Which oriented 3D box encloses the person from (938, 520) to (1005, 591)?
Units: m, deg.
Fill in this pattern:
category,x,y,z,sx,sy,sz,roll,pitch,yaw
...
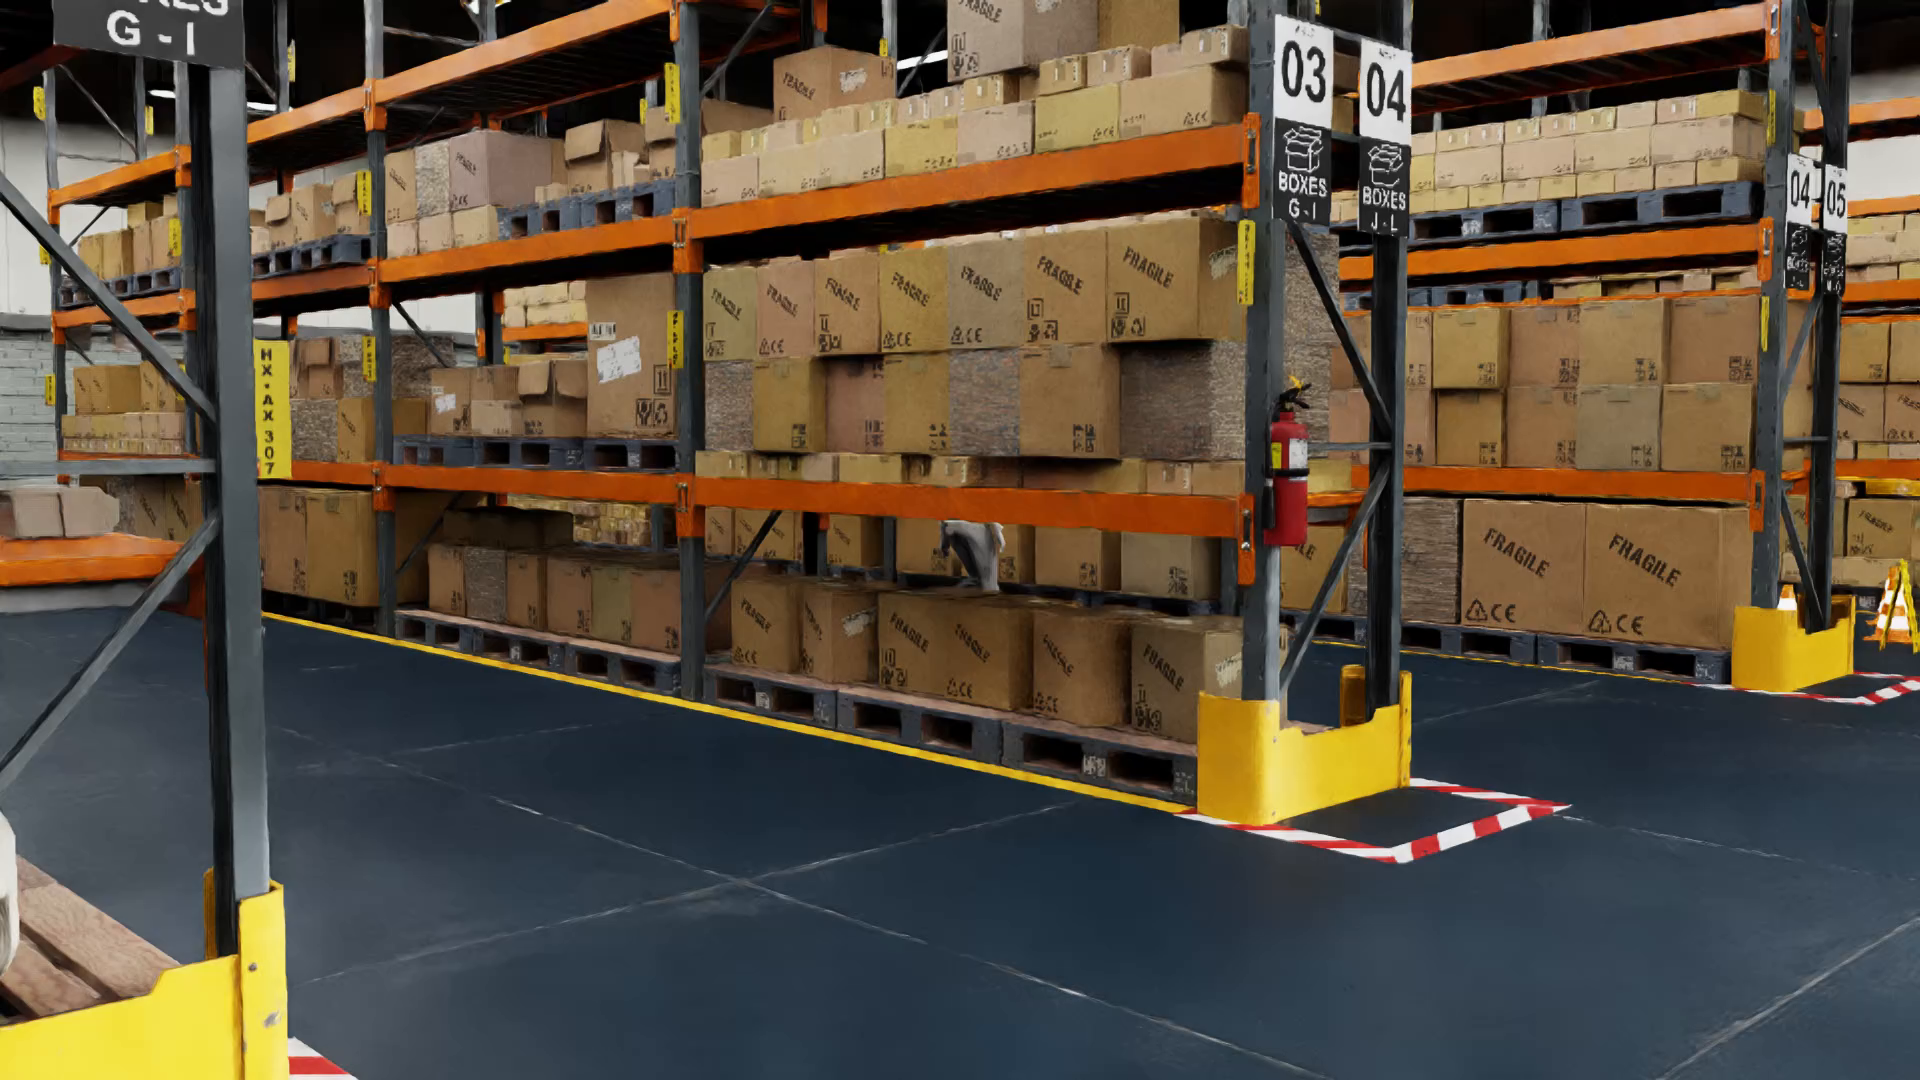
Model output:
category,x,y,z,sx,sy,sz,roll,pitch,yaw
person,0.115,-0.052,11.919,0.479,1.640,0.610,-3,5,-38
